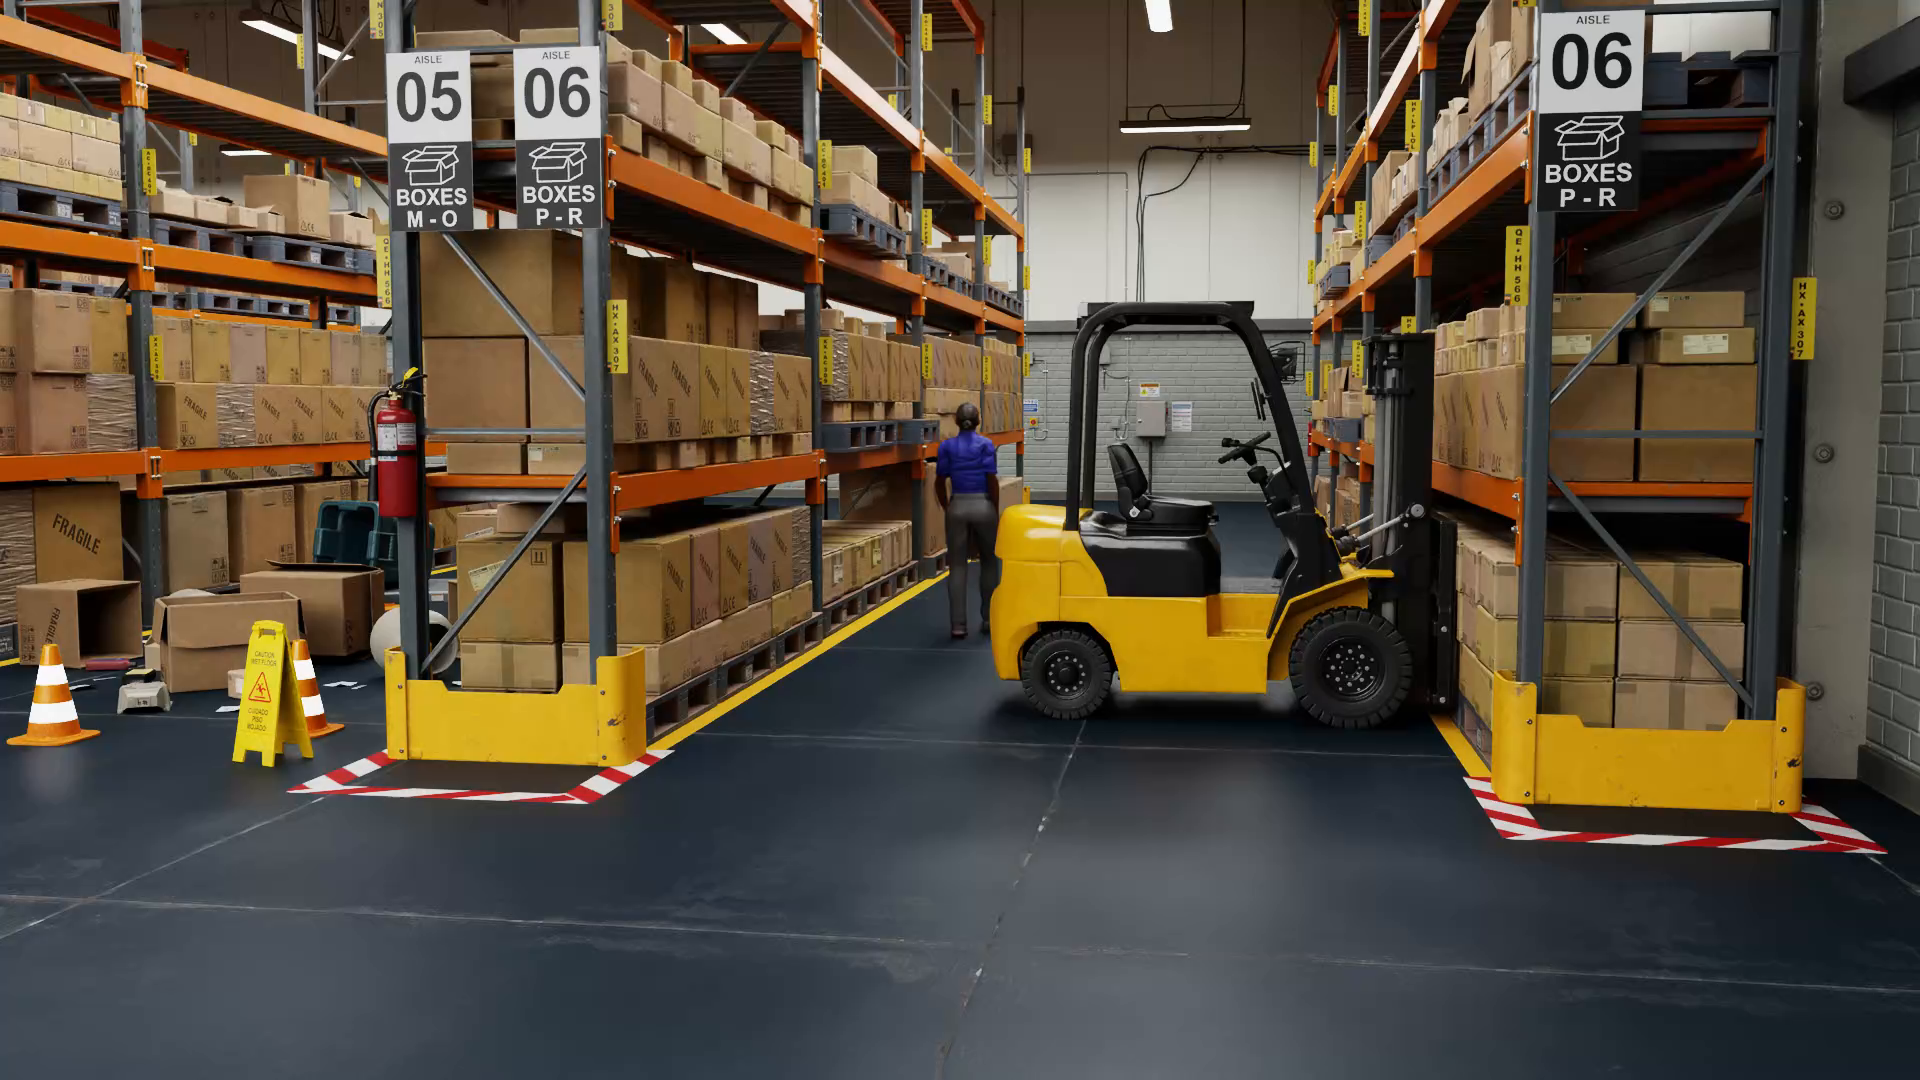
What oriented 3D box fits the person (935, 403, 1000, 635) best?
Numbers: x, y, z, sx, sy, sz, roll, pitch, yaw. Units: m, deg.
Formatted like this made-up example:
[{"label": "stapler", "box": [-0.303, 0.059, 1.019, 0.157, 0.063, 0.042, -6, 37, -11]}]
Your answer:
[{"label": "person", "box": [0.063, -0.165, 11.929, 0.472, 1.635, 0.786, 1, 5, 8]}]
